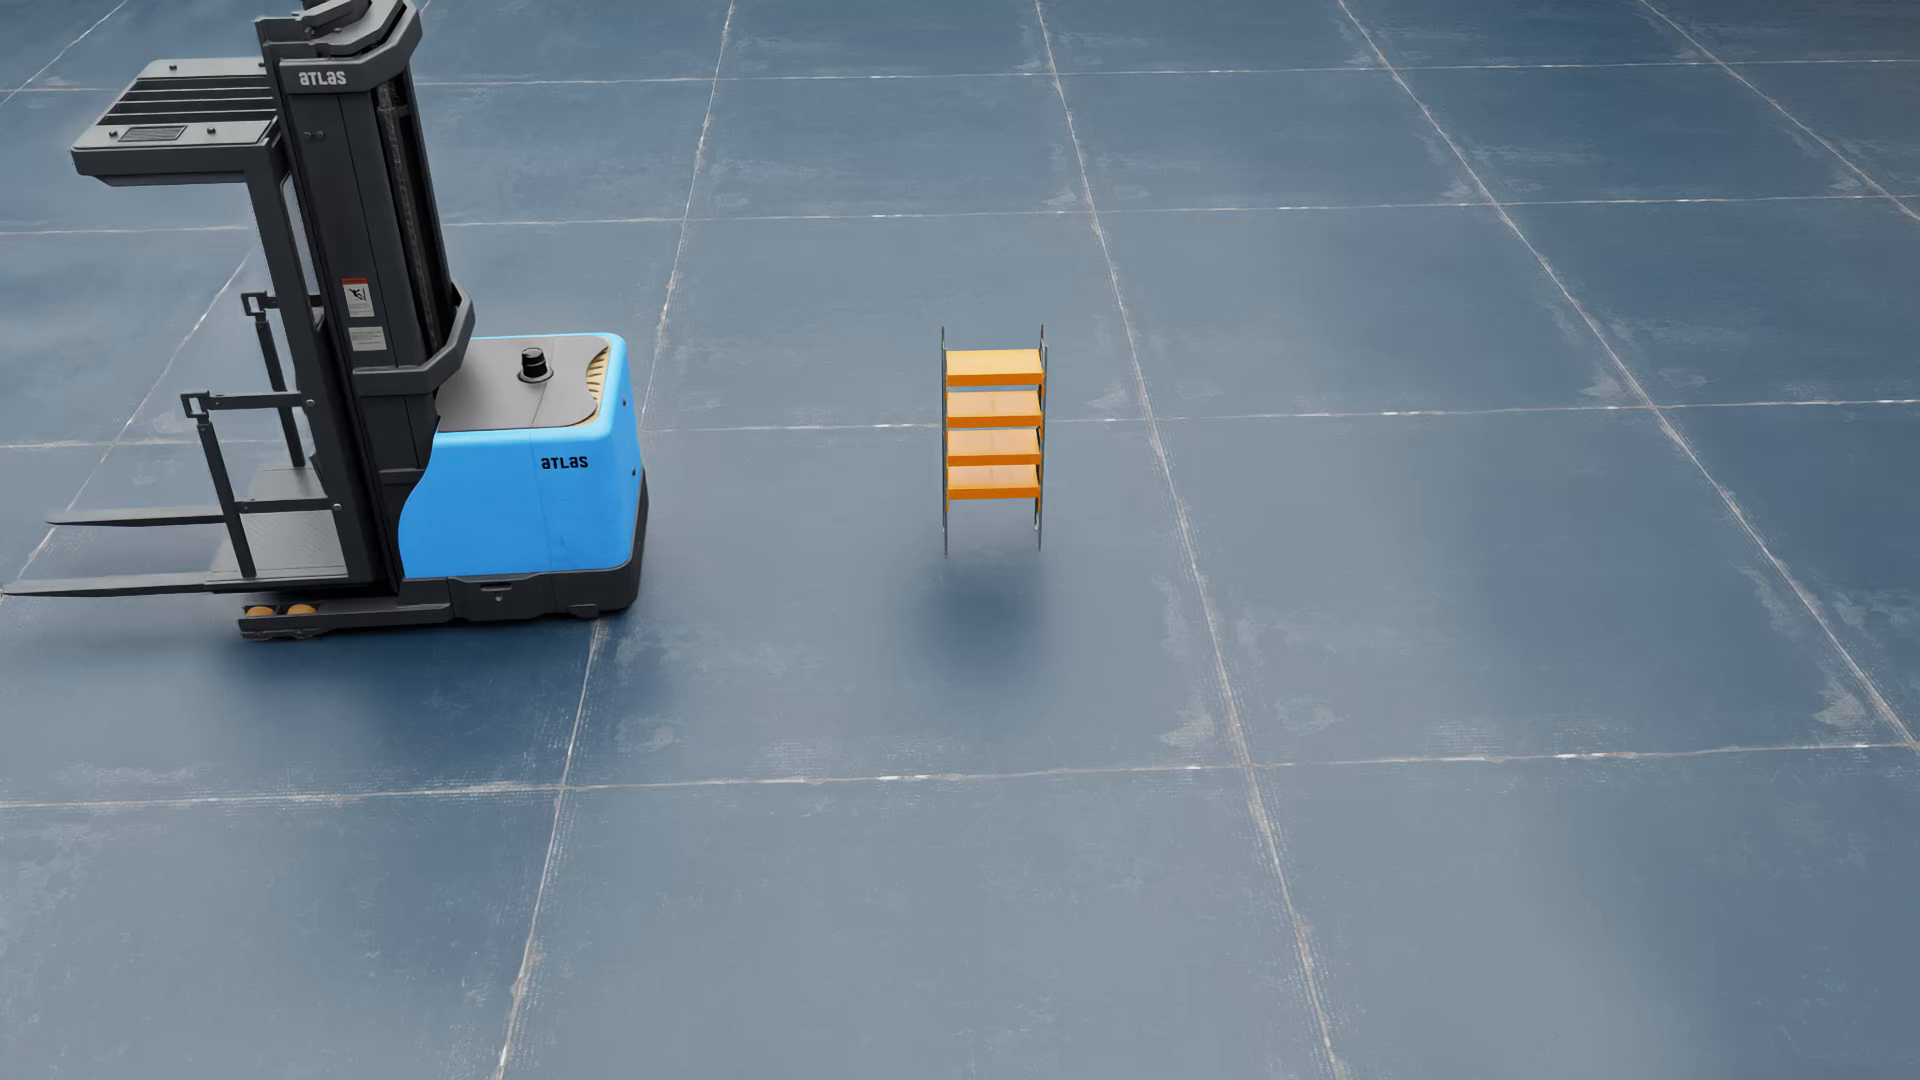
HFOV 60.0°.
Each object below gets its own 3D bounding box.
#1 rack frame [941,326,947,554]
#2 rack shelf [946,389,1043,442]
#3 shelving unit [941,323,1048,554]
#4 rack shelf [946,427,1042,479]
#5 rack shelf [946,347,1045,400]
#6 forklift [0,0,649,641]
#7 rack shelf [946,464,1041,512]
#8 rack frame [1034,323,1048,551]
[{"bbox_3d":[-0.078,-0.491,8.405,0.015,1.200,0.240,-2,35,-2],"label":"rack frame"},{"bbox_3d":[0.165,-0.626,8.326,0.480,0.148,0.258,-2,35,-2],"label":"rack shelf"},{"bbox_3d":[0.165,-0.498,8.415,0.503,1.200,0.258,-2,35,-2],"label":"shelving unit"},{"bbox_3d":[0.165,-0.443,8.453,0.480,0.148,0.258,-2,35,-2],"label":"rack shelf"},{"bbox_3d":[0.165,-0.821,8.191,0.480,0.148,0.258,-2,35,-2],"label":"rack shelf"},{"bbox_3d":[-3.141,-1.033,7.667,3.031,2.935,1.130,-3,35,-4],"label":"forklift"},{"bbox_3d":[0.165,-0.279,8.566,0.480,0.148,0.258,-2,35,-2],"label":"rack shelf"},{"bbox_3d":[0.409,-0.504,8.424,0.015,1.200,0.240,-2,35,-2],"label":"rack frame"}]
